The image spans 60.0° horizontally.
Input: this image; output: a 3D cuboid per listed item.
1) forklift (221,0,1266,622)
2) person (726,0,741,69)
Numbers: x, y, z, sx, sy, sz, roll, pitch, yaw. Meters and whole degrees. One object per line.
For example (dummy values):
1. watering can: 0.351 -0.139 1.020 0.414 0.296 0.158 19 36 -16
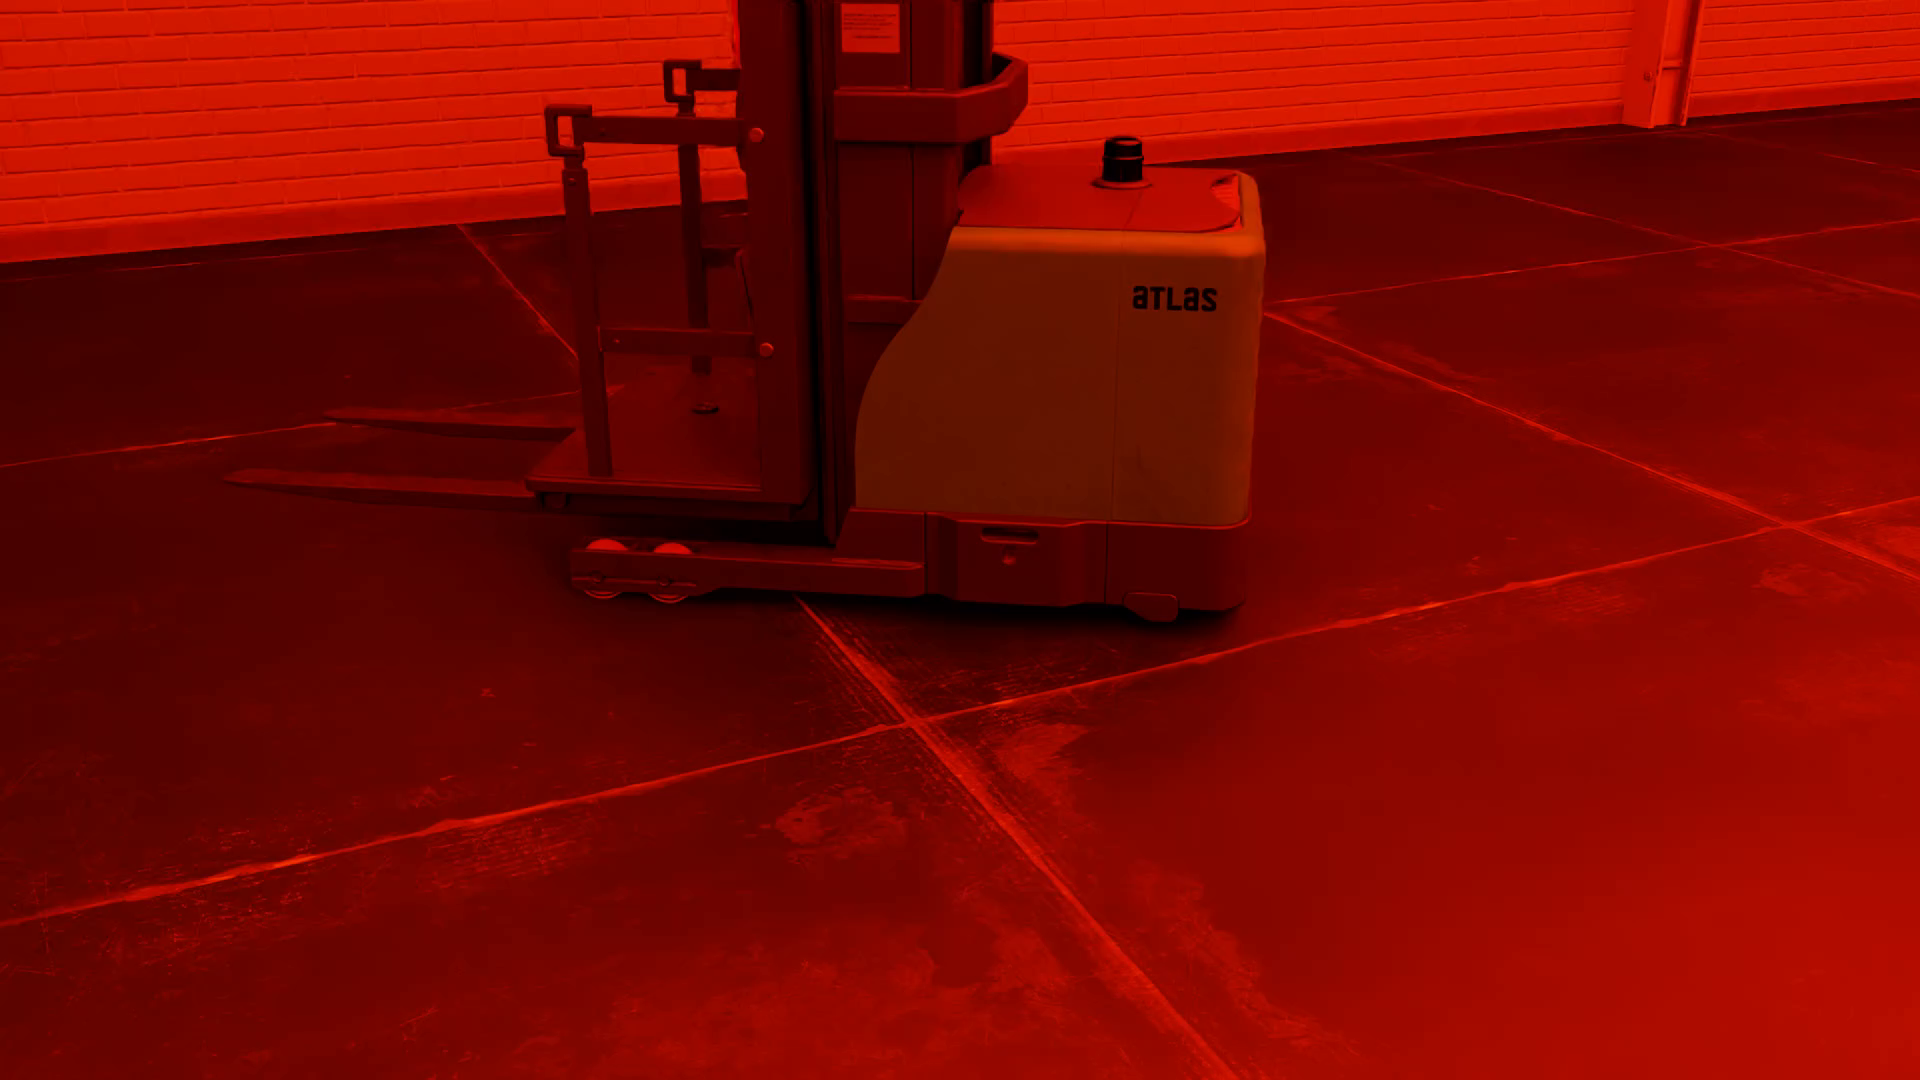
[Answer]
1. forklift: -0.660 -1.372 4.590 3.031 2.935 1.130 3 23 7
2. person: -0.848 -2.255 8.185 0.565 1.787 0.639 -6 23 -15
